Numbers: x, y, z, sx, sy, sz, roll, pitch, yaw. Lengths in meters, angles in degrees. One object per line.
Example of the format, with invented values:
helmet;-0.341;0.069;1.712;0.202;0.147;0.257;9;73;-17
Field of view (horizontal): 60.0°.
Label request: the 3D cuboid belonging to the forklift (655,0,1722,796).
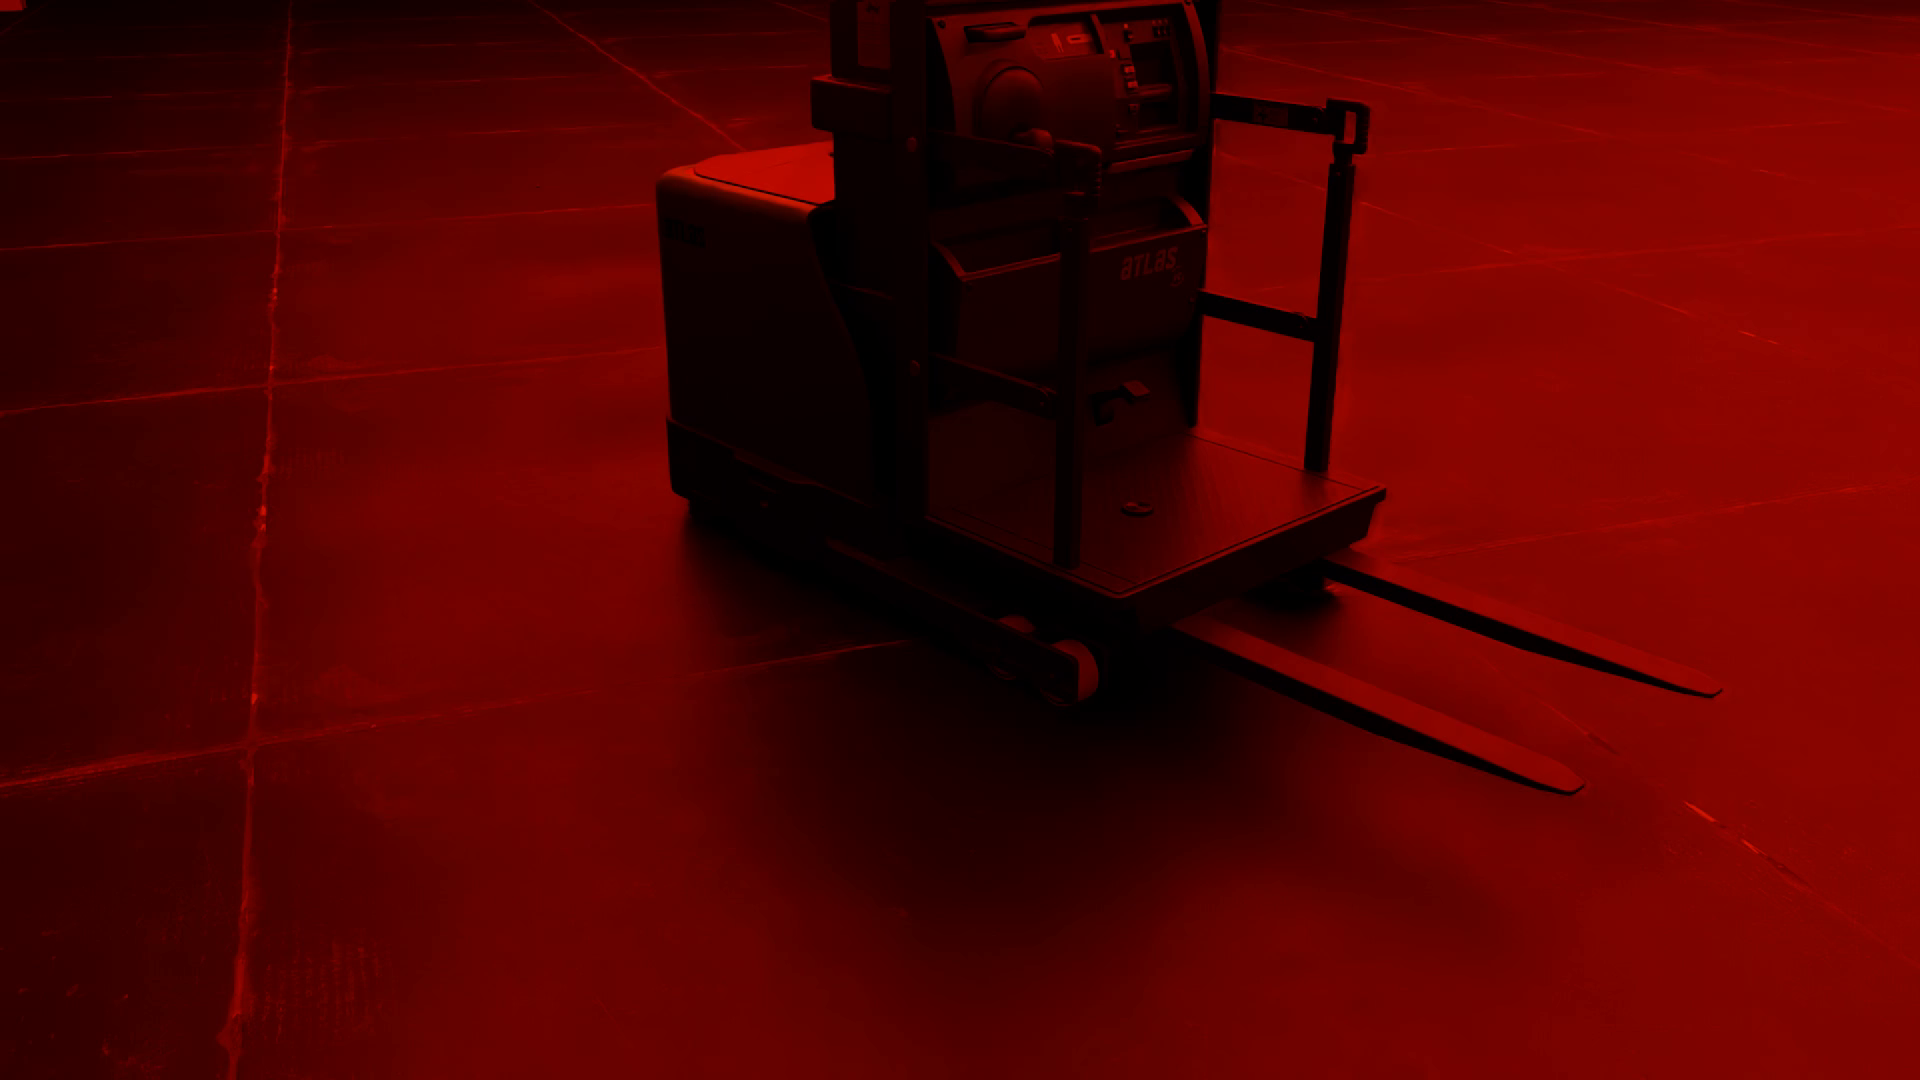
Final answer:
forklift;0.443;-1.162;4.062;1.130;2.935;3.031;-19;30;-38
